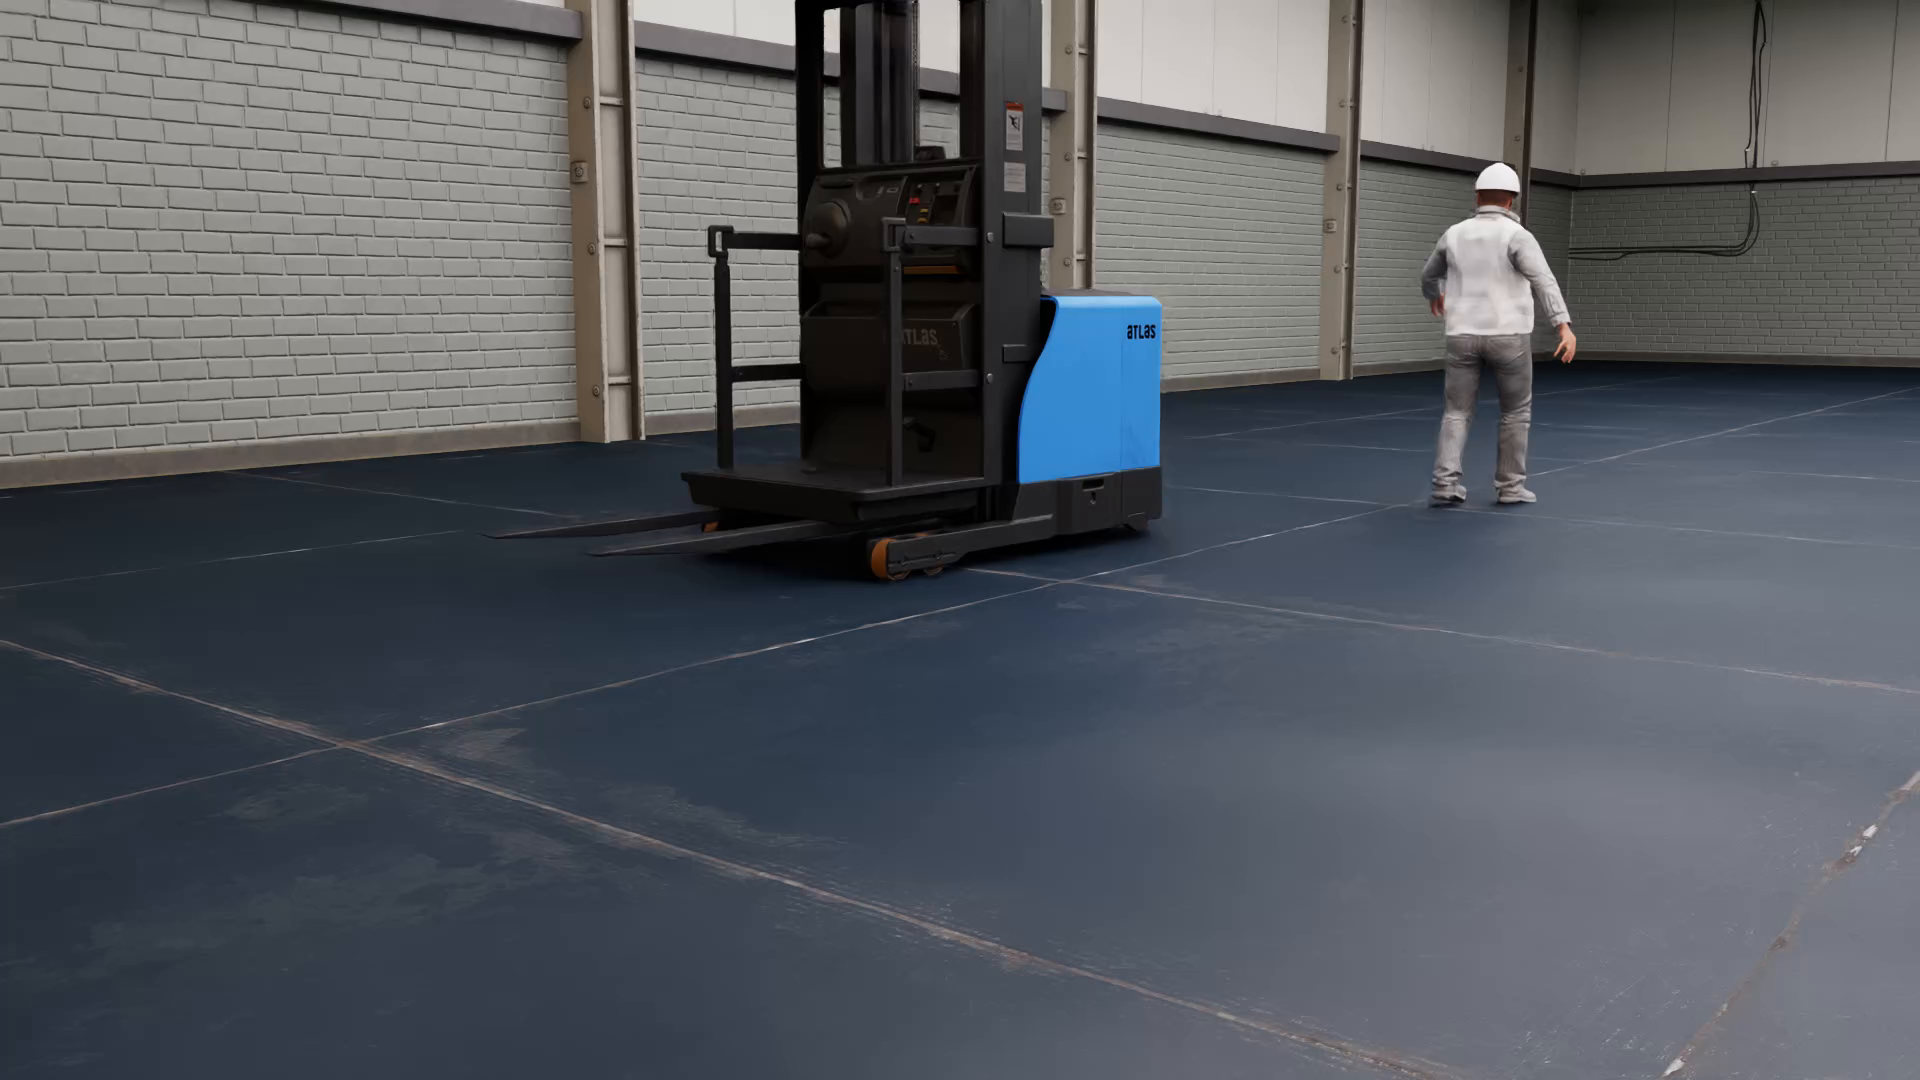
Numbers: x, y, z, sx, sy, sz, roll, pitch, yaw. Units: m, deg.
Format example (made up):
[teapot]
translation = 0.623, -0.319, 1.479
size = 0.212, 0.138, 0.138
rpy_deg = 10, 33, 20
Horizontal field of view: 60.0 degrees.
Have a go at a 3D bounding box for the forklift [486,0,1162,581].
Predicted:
[forklift]
translation = -0.440, -1.375, 6.681
size = 1.130, 2.935, 3.031
rpy_deg = 7, 11, 42

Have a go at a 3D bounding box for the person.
[person]
translation = 2.760, -1.049, 8.581
size = 0.934, 1.753, 0.751
rpy_deg = 6, 10, 37
